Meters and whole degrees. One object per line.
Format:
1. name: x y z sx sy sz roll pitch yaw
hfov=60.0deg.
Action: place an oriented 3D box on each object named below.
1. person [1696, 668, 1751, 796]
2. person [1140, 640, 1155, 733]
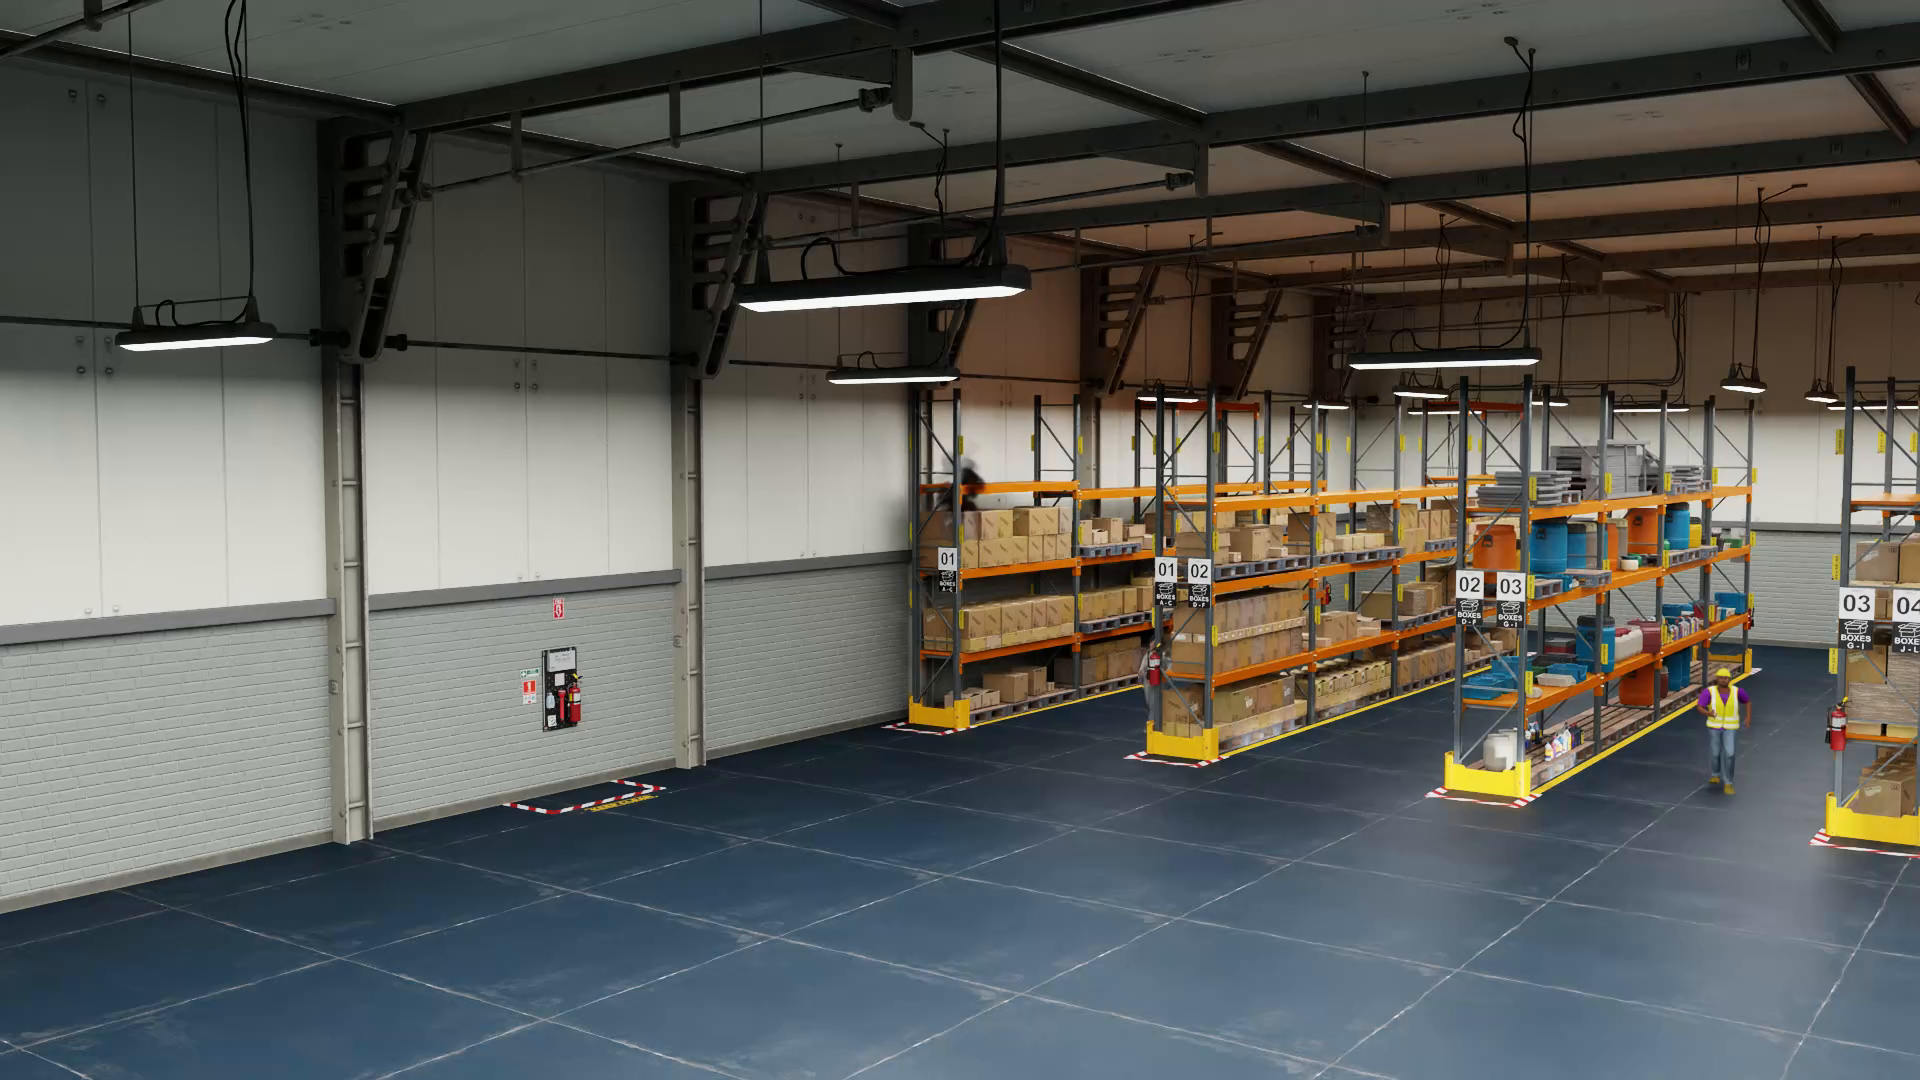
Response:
1. person: 11.030 2.764 24.037 0.724 1.848 0.757 1 4 24
2. person: 2.419 2.457 30.680 3.703 1.591 2.635 2 4 28
